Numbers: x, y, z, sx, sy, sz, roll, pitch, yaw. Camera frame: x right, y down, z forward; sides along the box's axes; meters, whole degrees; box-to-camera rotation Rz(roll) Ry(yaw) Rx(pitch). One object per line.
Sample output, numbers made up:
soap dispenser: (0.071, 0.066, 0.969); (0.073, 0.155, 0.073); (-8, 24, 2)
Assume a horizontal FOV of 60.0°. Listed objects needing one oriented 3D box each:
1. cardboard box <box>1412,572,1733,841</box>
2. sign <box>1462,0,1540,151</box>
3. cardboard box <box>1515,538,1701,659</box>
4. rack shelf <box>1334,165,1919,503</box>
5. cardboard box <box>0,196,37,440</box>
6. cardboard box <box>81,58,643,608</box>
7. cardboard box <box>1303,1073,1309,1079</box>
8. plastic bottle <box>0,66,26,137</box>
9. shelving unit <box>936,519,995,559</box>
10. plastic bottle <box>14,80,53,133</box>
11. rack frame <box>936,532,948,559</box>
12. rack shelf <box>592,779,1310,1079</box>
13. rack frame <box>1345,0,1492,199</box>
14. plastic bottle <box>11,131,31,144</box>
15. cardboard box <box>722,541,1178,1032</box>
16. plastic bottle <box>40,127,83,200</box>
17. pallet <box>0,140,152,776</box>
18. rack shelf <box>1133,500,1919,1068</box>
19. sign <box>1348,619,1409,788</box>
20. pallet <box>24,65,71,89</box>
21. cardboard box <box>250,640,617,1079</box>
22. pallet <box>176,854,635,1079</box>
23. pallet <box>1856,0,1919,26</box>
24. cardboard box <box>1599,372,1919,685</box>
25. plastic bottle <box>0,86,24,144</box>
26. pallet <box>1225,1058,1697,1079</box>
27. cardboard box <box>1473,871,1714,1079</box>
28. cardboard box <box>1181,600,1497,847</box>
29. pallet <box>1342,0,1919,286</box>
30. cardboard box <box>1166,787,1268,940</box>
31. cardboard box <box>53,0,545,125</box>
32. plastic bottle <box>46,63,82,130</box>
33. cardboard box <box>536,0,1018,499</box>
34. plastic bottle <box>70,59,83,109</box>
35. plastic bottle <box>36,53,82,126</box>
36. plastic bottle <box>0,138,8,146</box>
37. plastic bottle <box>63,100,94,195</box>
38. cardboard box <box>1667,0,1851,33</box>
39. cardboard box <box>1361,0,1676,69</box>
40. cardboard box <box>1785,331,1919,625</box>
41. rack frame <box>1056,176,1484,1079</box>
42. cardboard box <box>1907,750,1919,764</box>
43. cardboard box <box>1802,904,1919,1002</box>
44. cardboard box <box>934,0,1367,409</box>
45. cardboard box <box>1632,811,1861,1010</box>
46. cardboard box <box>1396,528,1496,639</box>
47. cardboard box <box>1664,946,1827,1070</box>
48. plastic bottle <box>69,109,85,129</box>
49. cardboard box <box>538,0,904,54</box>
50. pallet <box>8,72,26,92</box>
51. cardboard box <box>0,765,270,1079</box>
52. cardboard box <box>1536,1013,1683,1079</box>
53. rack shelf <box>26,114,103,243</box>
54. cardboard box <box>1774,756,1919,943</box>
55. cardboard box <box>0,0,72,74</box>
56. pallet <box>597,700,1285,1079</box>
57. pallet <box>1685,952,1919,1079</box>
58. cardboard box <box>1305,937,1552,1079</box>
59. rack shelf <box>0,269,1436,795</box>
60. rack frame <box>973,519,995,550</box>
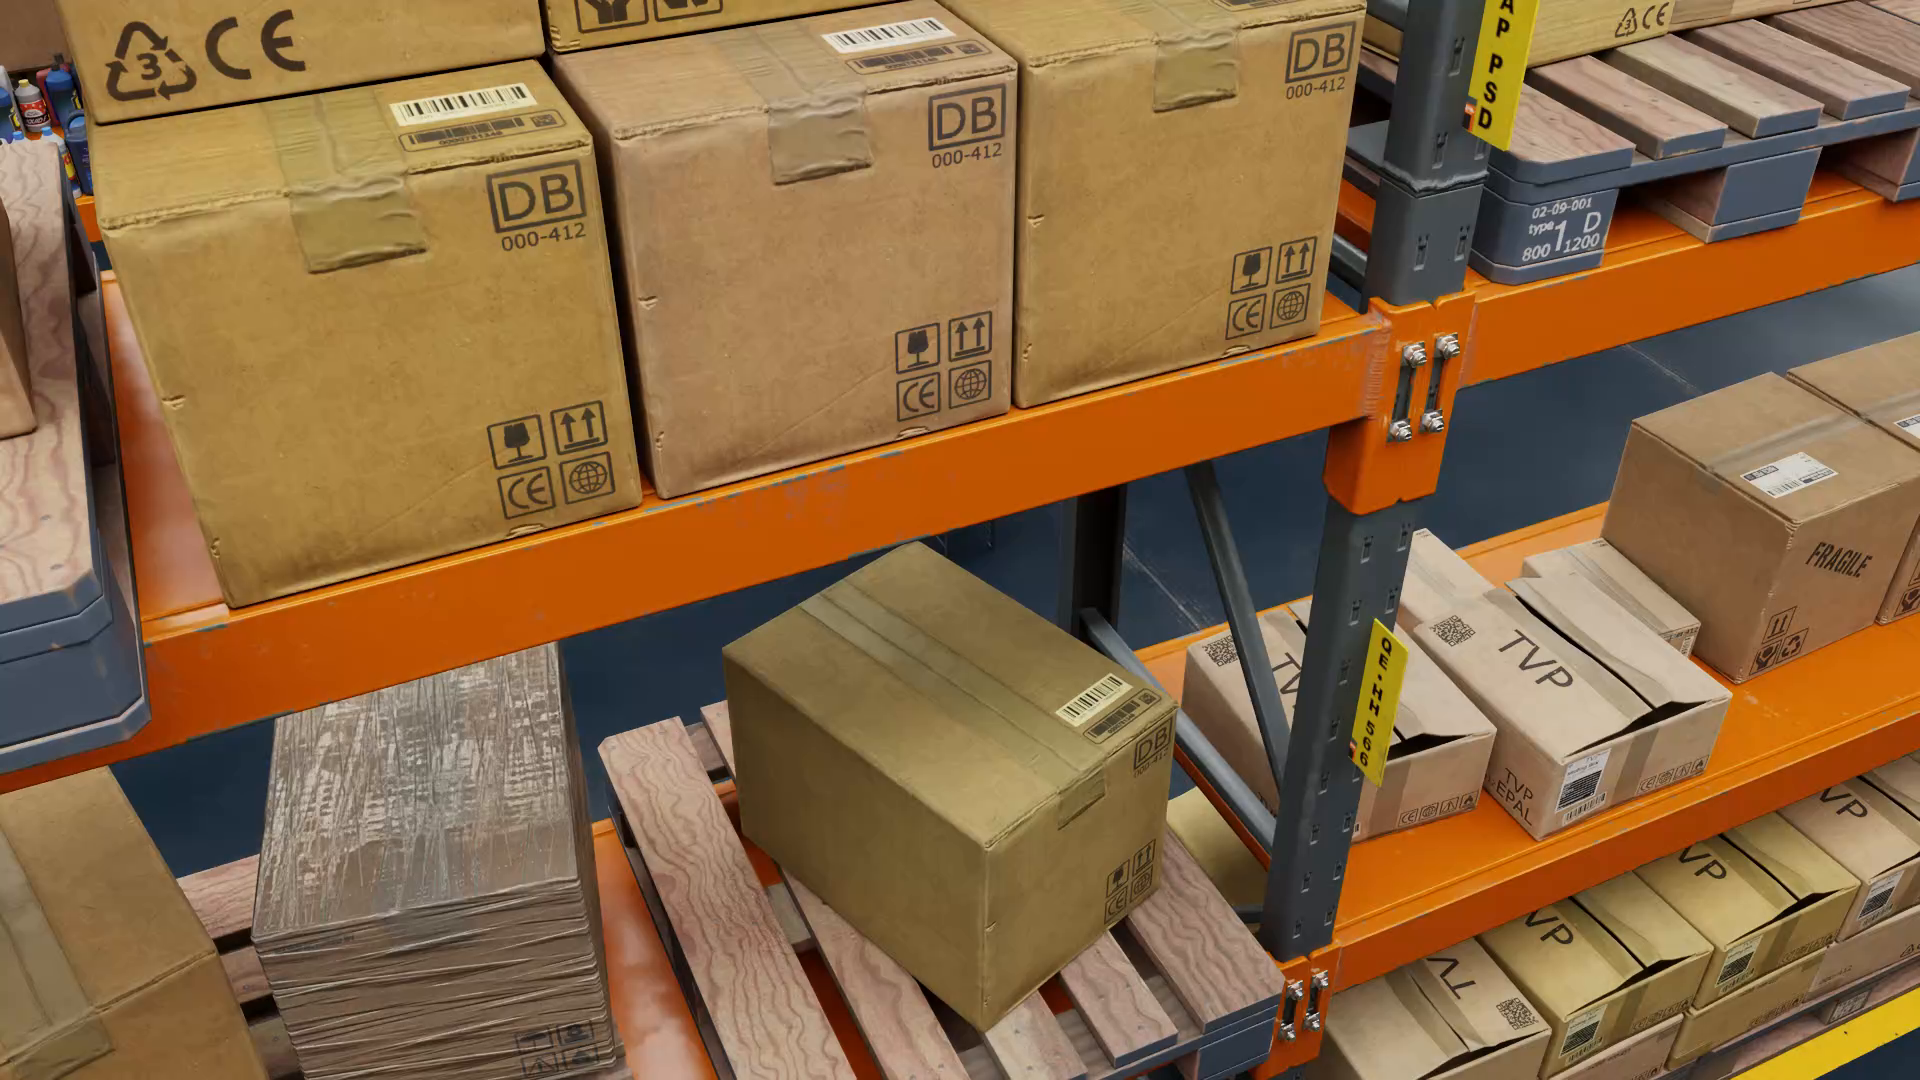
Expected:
cardboard box: (1.388, 0.347, 3.839); (0.500, 0.311, 0.500); (-16, 39, -20)
sign: (0.724, -0.686, 2.206); (0.005, 0.325, 0.100); (-16, 39, -20)
cardboard box: (1.626, 0.181, 4.199); (0.250, 0.149, 0.380); (-13, 38, -17)
rack shelf: (2.306, -0.989, 3.652); (4.000, 0.370, 1.077); (-16, 39, -20)
cardboard box: (-1.432, -0.435, 1.781); (0.600, 0.600, 0.600); (-17, 40, -22)
cardboard box: (-0.817, -0.423, 2.200); (0.500, 0.500, 0.910); (-16, 39, -20)
cardboard box: (1.095, 1.394, 4.308); (0.500, 0.250, 0.500); (-16, 39, -20)
plastic bottle: (-3.888, -1.764, 6.715); (0.135, 0.276, 0.152); (-16, 39, -20)
shelving unit: (-0.007, -0.359, 6.479); (0.210, 0.900, 0.258); (-16, 39, -20)
plastic bottle: (-3.795, -1.778, 6.796); (0.097, 0.201, 0.097); (0, 37, 0)
rack frame: (-0.099, -0.334, 6.444); (0.006, 0.900, 0.240); (-16, 39, -20)
rack shelf: (-1.315, 1.228, 3.180); (4.000, 0.370, 1.077); (-16, 39, -20)
rack frame: (0.496, -1.977, 1.861); (0.127, 3.000, 1.000); (-16, 39, -20)
plastic bottle: (-3.481, -1.395, 6.220); (0.097, 0.271, 0.097); (0, 37, 0)
cardboard box: (-0.027, 0.444, 3.197); (0.500, 0.500, 0.700); (-30, 46, -34)
plastic bottle: (-3.393, -1.419, 6.254); (0.097, 0.271, 0.097); (0, 37, 0)
pallet: (-1.568, -0.075, 1.974); (1.003, 0.211, 1.213); (-16, 39, -20)
rack shelf: (2.306, 0.216, 4.545); (4.000, 0.370, 1.077); (-16, 39, -20)
sign: (0.735, 0.290, 2.936); (0.005, 0.325, 0.100); (-16, 39, -20)
pallet: (-5.559, -3.325, 11.056); (1.213, 0.211, 1.003); (-16, 39, -20)
cardboard box: (-0.936, 0.573, 3.023); (0.500, 0.500, 0.700); (-9, 37, -11)
pallet: (-1.263, 1.005, 3.039); (1.213, 0.211, 1.003); (-16, 39, -20)
pallet: (2.083, -1.201, 3.492); (1.213, 0.211, 1.003); (-14, 39, -18)
cardboard box: (2.008, -0.041, 4.203); (0.500, 0.500, 0.500); (-18, 40, -22)
plastic bottle: (-3.818, -1.700, 6.632); (0.097, 0.271, 0.097); (0, 37, 0)
pallet: (1.257, 1.365, 4.732); (1.213, 0.211, 1.003); (-16, 39, -20)
cardboard box: (1.567, 1.032, 4.326); (0.500, 0.311, 0.500); (-17, 40, -21)
cardboard box: (0.844, 0.400, 3.767); (0.500, 0.311, 0.500); (-13, 39, -17)
pallet: (1.072, -0.916, 3.108); (1.003, 0.211, 1.213); (-14, 39, -18)
cardboard box: (0.865, 0.878, 4.533); (0.500, 0.311, 0.500); (-15, 39, -19)
cardboard box: (-0.825, -0.848, 1.935); (0.500, 0.500, 0.500); (-16, 39, -20)
plastic bottle: (-3.648, -1.807, 6.777); (0.097, 0.271, 0.097); (0, 37, 0)
cardboard box: (-0.347, -0.554, 2.378); (0.500, 0.500, 0.910); (-16, 39, -20)
plastic bottle: (-3.536, -1.895, 6.828); (0.185, 0.351, 0.144); (-16, 39, -20)
plastic bottle: (-3.698, -1.850, 6.824); (0.133, 0.283, 0.061); (-16, 39, -20)
plastic bottle: (-3.597, -1.382, 6.199); (0.135, 0.276, 0.152); (-16, 39, -20)
plastic bottle: (-3.275, -1.499, 6.295); (0.185, 0.351, 0.144); (-16, 39, -20)
cardboard box: (1.349, -1.168, 3.062); (0.500, 0.250, 0.500); (-15, 39, -19)
cardboard box: (0.882, -1.026, 2.870); (0.500, 0.250, 0.500); (-19, 40, -23)
cardboard box: (2.484, -0.174, 4.383); (0.500, 0.500, 0.500); (-16, 39, -20)
rack frame: (0.496, 0.433, 3.649); (0.127, 3.000, 1.000); (-16, 39, -20)
cardboard box: (2.951, 0.648, 4.843); (0.500, 0.311, 0.500); (-16, 39, -20)
cardboard box: (2.482, 1.002, 4.836); (0.500, 0.250, 0.500); (-15, 39, -19)
cardboard box: (0.115, -0.683, 2.552); (0.500, 0.500, 0.910); (-16, 39, -20)
cardboard box: (2.029, 0.904, 4.498); (0.500, 0.311, 0.500); (-17, 40, -21)
cardboard box: (1.192, 0.157, 4.231); (0.250, 0.149, 0.380); (-16, 39, -20)
cardboard box: (2.017, 1.132, 4.662); (0.500, 0.250, 0.500); (-17, 40, -21)
plastic bottle: (-3.366, -1.522, 6.392); (0.097, 0.271, 0.097); (0, 37, 0)
cardboard box: (-0.364, -0.978, 2.109); (0.500, 0.500, 0.500); (-16, 39, -20)
pallet: (-6.665, -3.014, 10.636); (1.213, 0.211, 1.003); (-16, 39, -20)
cardboard box: (-1.552, 0.756, 2.776); (0.500, 0.500, 0.700); (-26, 44, -31)
cardboard box: (1.549, 1.267, 4.480); (0.500, 0.250, 0.500); (-17, 40, -21)
rack shelf: (-3.416, -1.444, 6.783); (4.000, 0.370, 1.077); (-16, 39, -20)
cardboard box: (2.494, 0.773, 4.674); (0.500, 0.311, 0.500); (-16, 39, -21)
cardboard box: (-5.952, -3.613, 10.534); (0.875, 0.875, 1.225); (-17, 40, -21)
pallet: (-0.088, 0.719, 3.423); (1.003, 0.211, 1.213); (-16, 39, -20)
pallet: (2.360, 1.059, 5.145); (1.213, 0.211, 1.003); (-16, 39, -20)
cardboard box: (1.095, 1.169, 4.141); (0.500, 0.311, 0.500); (-14, 39, -18)
rack shelf: (-1.315, 0.023, 2.287); (4.000, 0.370, 1.077); (-16, 39, -20)
rack frame: (0.085, -0.385, 6.514); (0.006, 0.900, 0.240); (-16, 39, -20)
